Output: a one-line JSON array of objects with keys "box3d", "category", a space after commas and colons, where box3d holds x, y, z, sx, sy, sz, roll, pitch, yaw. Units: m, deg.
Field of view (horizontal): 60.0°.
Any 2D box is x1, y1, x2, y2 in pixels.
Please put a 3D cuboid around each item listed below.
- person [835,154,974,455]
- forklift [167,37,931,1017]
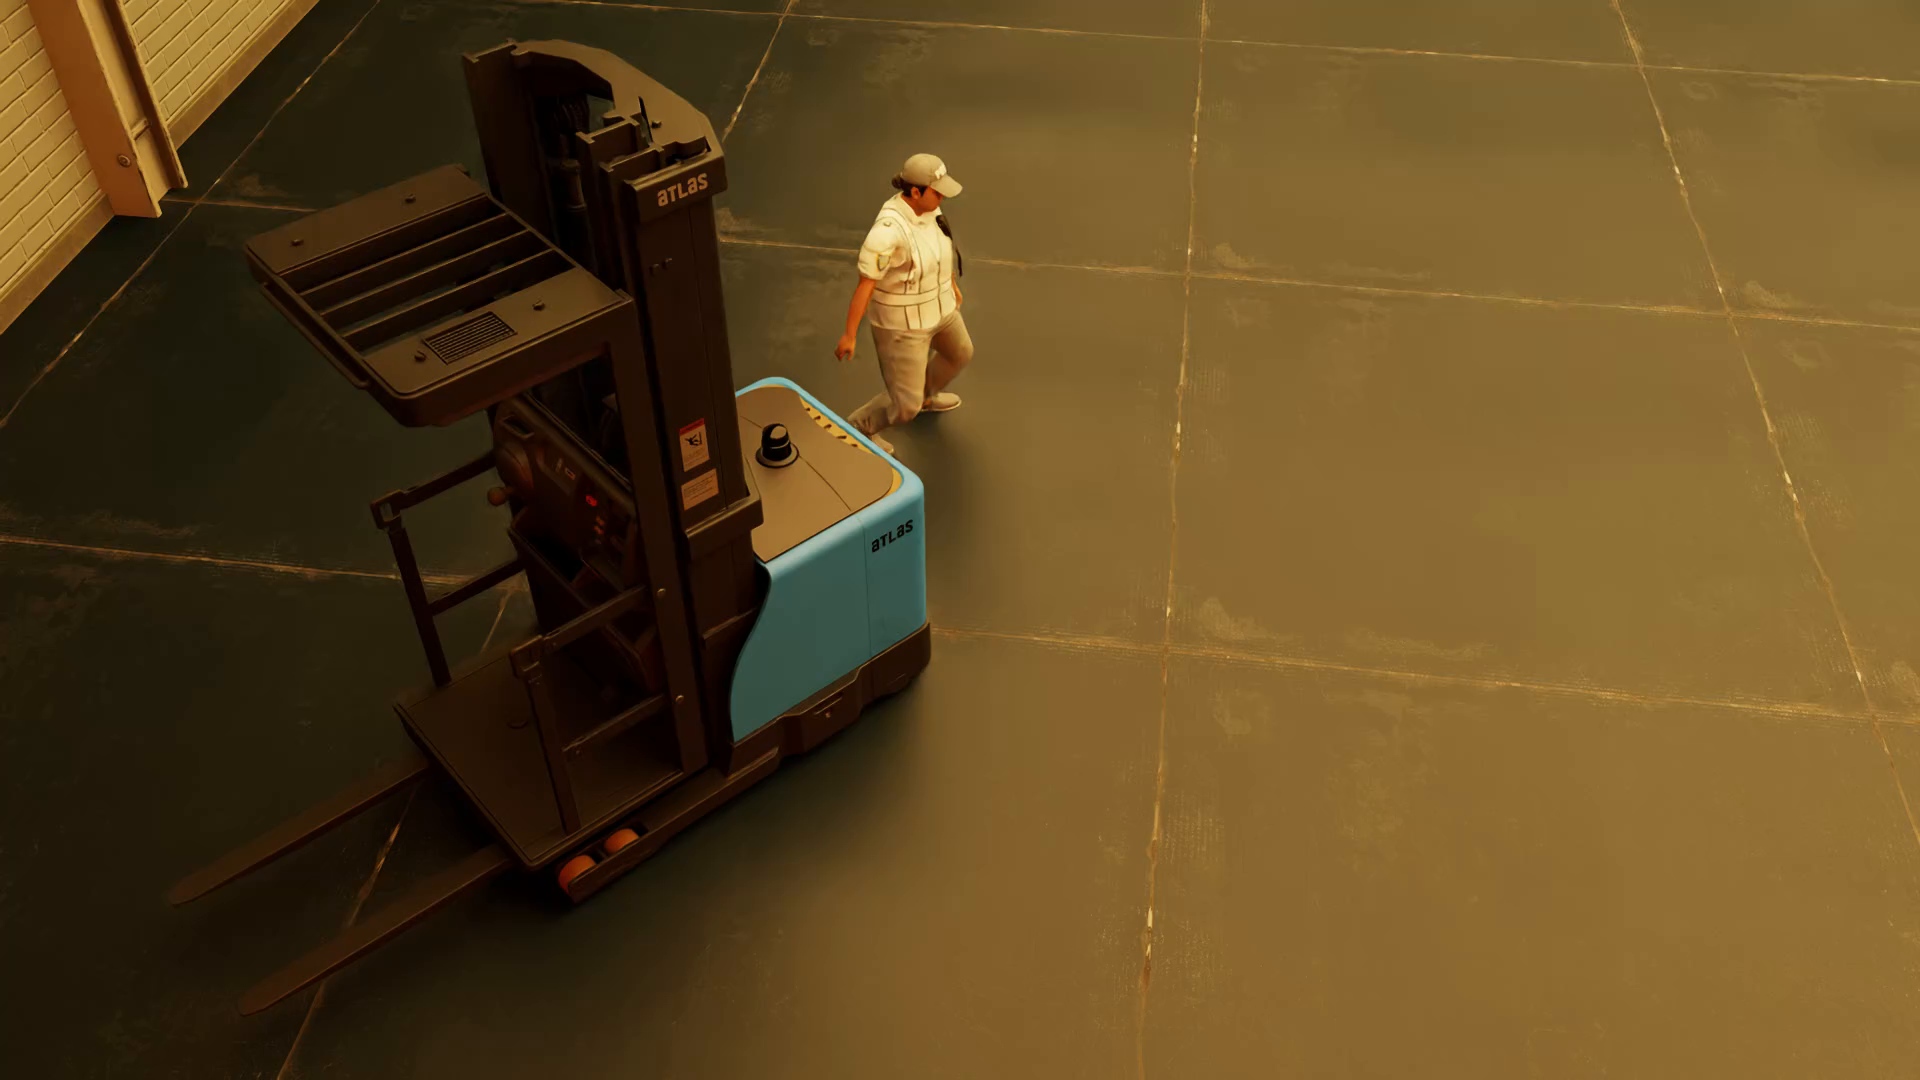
[{"box3d": [-0.276, -1.094, 7.921, 0.483, 1.591, 0.838, 26, 48, 25], "category": "person"}, {"box3d": [-1.568, -0.107, 5.841, 3.031, 2.935, 1.130, -31, 51, -29], "category": "forklift"}]
